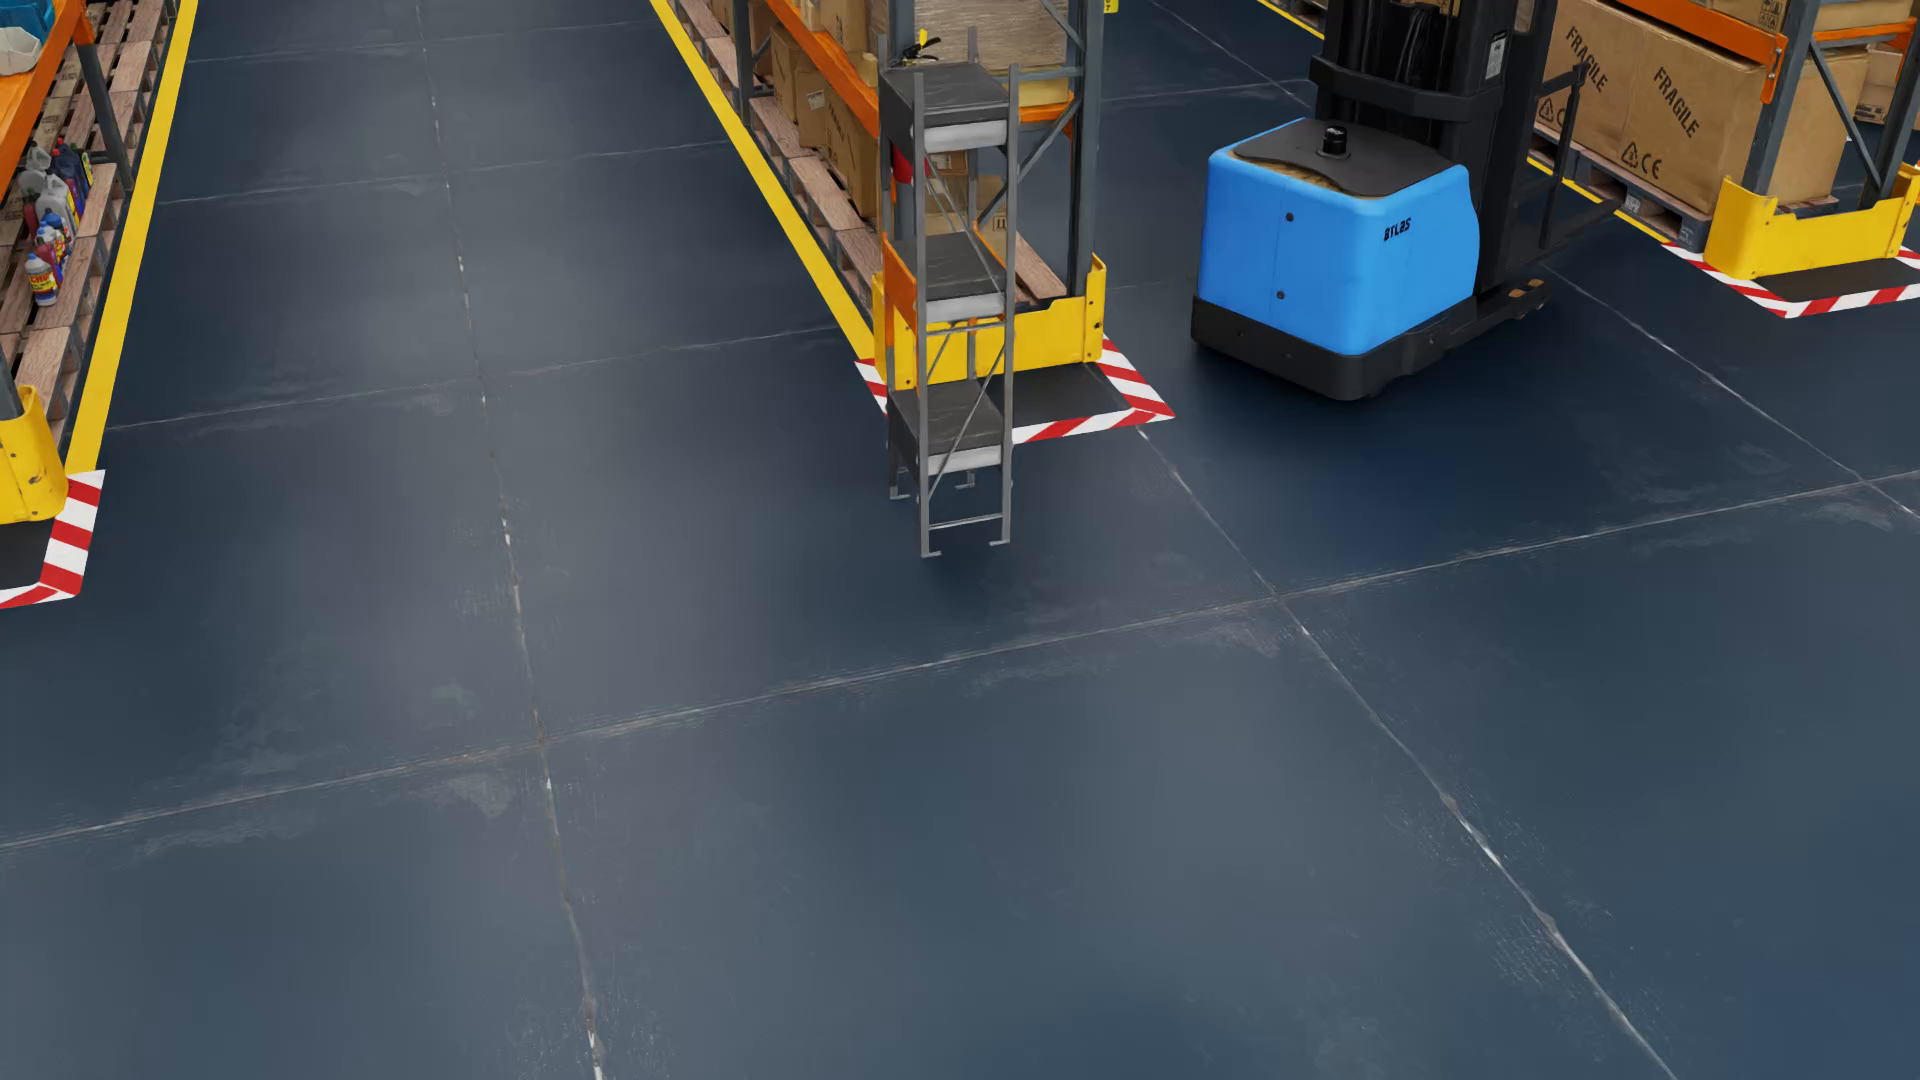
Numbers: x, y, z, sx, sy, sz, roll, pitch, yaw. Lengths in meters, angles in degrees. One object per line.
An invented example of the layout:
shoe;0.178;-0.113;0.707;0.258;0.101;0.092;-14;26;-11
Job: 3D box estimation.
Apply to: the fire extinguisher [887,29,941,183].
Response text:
fire extinguisher;-0.230;-1.977;7.591;0.296;0.674;0.183;-10;35;-15

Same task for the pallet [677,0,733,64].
pallet;-1.661;-4.134;13.314;1.003;0.211;1.213;-10;35;-15

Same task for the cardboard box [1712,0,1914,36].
cardboard box;4.772;-3.178;9.202;0.875;0.550;0.550;-10;35;-15

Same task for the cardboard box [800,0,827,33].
cardboard box;-0.667;-2.927;9.186;0.380;0.149;0.250;-10;35;-15

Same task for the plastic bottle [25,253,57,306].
plastic bottle;-4.799;-1.363;8.668;0.097;0.271;0.097;0;33;0

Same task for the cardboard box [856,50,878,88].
cardboard box;-0.311;-2.411;8.405;0.380;0.149;0.250;-10;35;-15

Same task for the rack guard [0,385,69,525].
rack guard;-4.611;-0.303;7.255;1.175;0.500;0.348;-10;35;-15

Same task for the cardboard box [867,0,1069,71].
cardboard box;0.032;-2.606;8.112;0.875;0.500;0.500;-10;35;-15

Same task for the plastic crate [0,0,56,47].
plastic crate;-5.167;-2.817;8.926;0.499;0.251;0.616;-10;35;-15

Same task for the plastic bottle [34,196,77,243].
plastic bottle;-5.090;-1.815;9.348;0.152;0.276;0.135;-9;35;-14

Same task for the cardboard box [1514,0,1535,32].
cardboard box;4.112;-3.502;11.375;0.875;0.875;0.875;-10;35;-14

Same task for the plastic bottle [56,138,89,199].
plastic bottle;-5.292;-2.203;9.866;0.144;0.351;0.185;-11;35;-16

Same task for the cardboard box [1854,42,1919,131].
cardboard box;6.665;-3.268;11.739;0.637;0.503;0.797;19;38;26

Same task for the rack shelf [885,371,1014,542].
rack shelf;-0.050;-0.368;7.196;0.431;0.518;0.480;-10;35;-15

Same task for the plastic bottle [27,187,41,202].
plastic bottle;-5.225;-1.874;9.429;0.061;0.283;0.133;-10;35;-15

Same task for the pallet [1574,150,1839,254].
pallet;4.610;-2.171;10.344;1.003;0.211;1.213;-10;35;-15

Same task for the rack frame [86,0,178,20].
rack frame;-6.983;-5.514;12.874;1.000;3.000;0.127;-10;35;-15

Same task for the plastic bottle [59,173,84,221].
plastic bottle;-5.144;-1.995;9.614;0.061;0.283;0.133;-8;34;-12

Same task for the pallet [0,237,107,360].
pallet;-5.222;-1.249;8.949;1.003;0.211;1.213;-10;35;-15

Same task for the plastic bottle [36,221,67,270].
plastic bottle;-4.935;-1.596;9.020;0.097;0.271;0.097;0;33;0

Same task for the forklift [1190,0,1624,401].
forklift;2.624;-2.606;8.535;3.031;2.935;1.130;-28;42;-35

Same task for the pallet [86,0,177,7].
pallet;-7.264;-4.758;14.258;1.003;0.211;1.213;-10;35;-15

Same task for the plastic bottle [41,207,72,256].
plastic bottle;-4.996;-1.702;9.181;0.097;0.271;0.097;0;33;0

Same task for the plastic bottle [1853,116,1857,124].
plastic bottle;6.142;-2.978;11.701;0.133;0.061;0.283;-23;40;-31

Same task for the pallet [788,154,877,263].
pallet;-0.432;-2.095;10.229;1.003;0.211;1.213;-10;35;-15

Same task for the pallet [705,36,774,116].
pallet;-1.285;-3.492;12.343;1.003;0.211;1.213;-10;35;-15

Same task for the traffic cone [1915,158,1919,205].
traffic cone;6.119;-2.387;10.443;0.336;0.463;0.334;-10;35;-15

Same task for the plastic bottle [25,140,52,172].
plastic bottle;-5.430;-2.178;9.830;0.144;0.351;0.185;-10;35;-15

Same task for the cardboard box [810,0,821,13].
cardboard box;-0.346;-3.118;8.887;0.875;0.500;0.500;-10;35;-15

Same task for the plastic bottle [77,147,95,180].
plastic bottle;-5.356;-2.292;10.137;0.097;0.201;0.097;0;33;0

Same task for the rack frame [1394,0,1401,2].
rack frame;3.708;-5.028;12.138;1.000;3.000;0.127;-10;35;-15

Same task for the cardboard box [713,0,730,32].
cardboard box;-1.512;-4.261;12.845;0.700;0.500;0.500;-13;36;-19

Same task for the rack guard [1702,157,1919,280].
rack guard;4.936;-1.872;9.630;1.175;0.500;0.348;-10;35;-15

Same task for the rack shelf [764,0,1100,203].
rack shelf;-0.436;-2.897;9.565;1.077;0.370;4.000;-10;35;-15

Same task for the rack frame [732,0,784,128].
rack frame;-1.046;-4.247;10.956;1.000;3.000;0.127;-10;35;-15

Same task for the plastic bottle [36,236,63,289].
plastic bottle;-4.851;-1.490;8.849;0.061;0.283;0.133;-9;35;-14

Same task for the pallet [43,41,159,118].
pallet;-6.416;-3.298;12.050;1.003;0.211;1.213;-10;35;-15

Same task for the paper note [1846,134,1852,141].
paper note;6.079;-2.775;11.424;0.144;0.017;0.142;1;33;2

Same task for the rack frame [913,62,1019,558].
rack frame;0.024;-0.835;6.609;0.400;2.100;0.015;-10;35;-15

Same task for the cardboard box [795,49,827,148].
cardboard box;-0.781;-2.863;10.748;0.500;0.500;0.500;0;33;1

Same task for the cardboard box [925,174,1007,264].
cardboard box;-0.001;-1.610;8.852;0.500;0.500;0.500;-4;34;-6

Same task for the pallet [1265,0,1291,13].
pallet;3.025;-4.899;14.472;1.003;0.211;1.213;-10;35;-15

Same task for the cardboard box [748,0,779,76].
cardboard box;-1.213;-3.714;12.017;0.700;0.500;0.500;-13;36;-18

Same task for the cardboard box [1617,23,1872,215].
cardboard box;4.658;-2.561;9.952;0.875;0.875;0.875;-10;35;-14

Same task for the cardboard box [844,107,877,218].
cardboard box;-0.389;-2.250;9.820;0.500;0.500;0.500;-7;34;-10

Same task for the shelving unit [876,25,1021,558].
shelving unit;-0.050;-0.963;6.803;0.431;2.100;0.503;-10;35;-15

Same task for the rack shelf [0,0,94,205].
rack shelf;-5.153;-2.064;8.305;1.077;0.370;4.000;-10;35;-15
